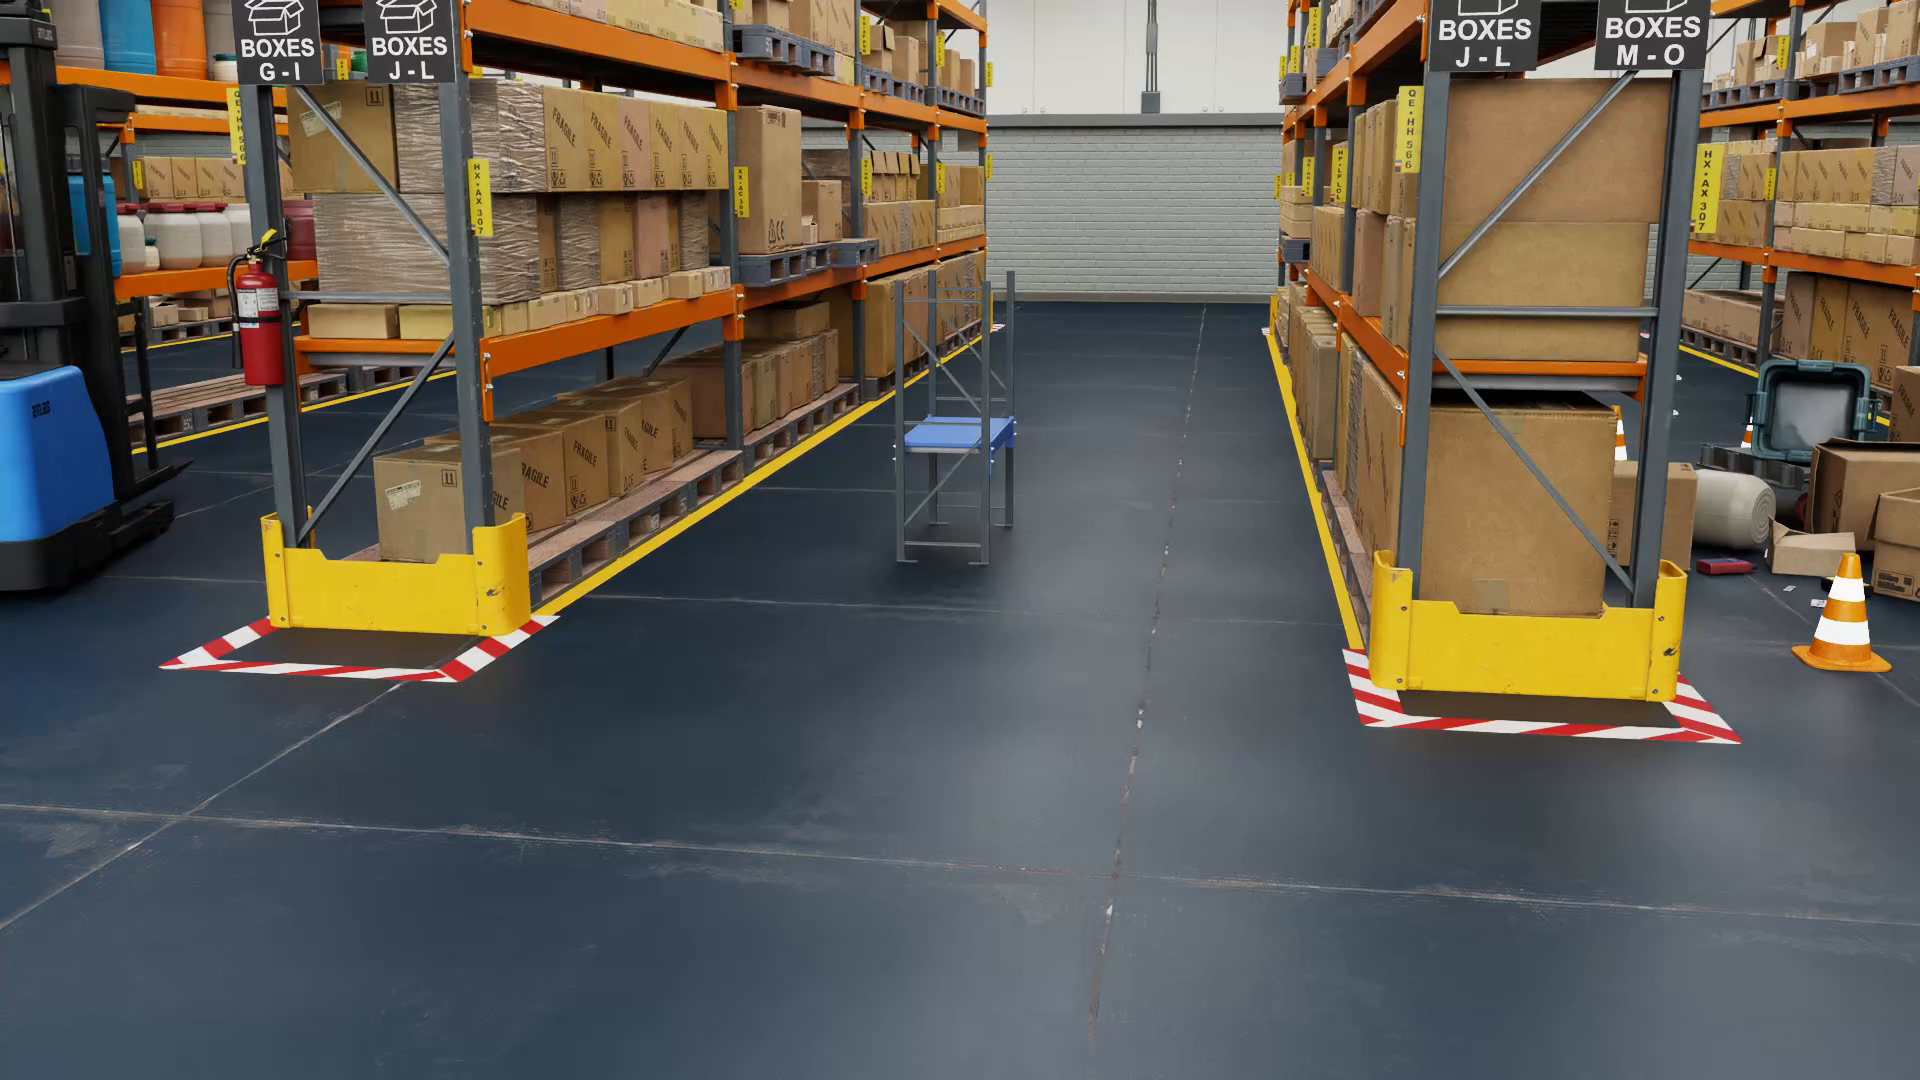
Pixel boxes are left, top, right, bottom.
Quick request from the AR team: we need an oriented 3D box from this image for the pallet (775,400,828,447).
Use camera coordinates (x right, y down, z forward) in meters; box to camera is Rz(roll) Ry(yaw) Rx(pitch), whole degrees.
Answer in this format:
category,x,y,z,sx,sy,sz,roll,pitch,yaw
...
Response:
category,x,y,z,sx,sy,sz,roll,pitch,yaw
pallet,-1.688,-0.956,13.428,1.003,0.211,1.213,2,12,9

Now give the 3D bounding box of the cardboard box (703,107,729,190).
category,x,y,z,sx,sy,sz,roll,pitch,yaw
cardboard box,-1.789,-2.483,10.577,0.500,0.500,0.500,2,12,9

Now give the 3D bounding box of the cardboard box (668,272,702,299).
category,x,y,z,sx,sy,sz,roll,pitch,yaw
cardboard box,-1.808,-1.568,10.244,0.380,0.149,0.250,2,12,9

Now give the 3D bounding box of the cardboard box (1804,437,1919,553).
category,x,y,z,sx,sy,sz,roll,pitch,yaw
cardboard box,5.090,-0.237,9.077,0.797,0.637,0.503,2,12,9

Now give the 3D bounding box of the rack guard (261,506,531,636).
category,x,y,z,sx,sy,sz,roll,pitch,yaw
rack guard,-2.595,0.136,7.673,1.175,0.500,0.348,2,12,9

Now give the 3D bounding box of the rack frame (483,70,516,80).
category,x,y,z,sx,sy,sz,roll,pitch,yaw
rack frame,-5.655,-6.661,19.040,1.000,3.000,0.127,2,12,9

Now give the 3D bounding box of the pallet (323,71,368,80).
category,x,y,z,sx,sy,sz,roll,pitch,yaw
pallet,-6.056,-4.426,16.237,1.003,0.211,1.213,2,12,9

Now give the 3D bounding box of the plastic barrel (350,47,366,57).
category,x,y,z,sx,sy,sz,roll,pitch,yaw
plastic barrel,-6.146,-5.007,17.169,0.433,0.535,0.433,0,12,0

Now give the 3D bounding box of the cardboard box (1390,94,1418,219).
category,x,y,z,sx,sy,sz,roll,pitch,yaw
cardboard box,2.368,-1.683,7.261,0.875,0.550,0.550,2,12,9

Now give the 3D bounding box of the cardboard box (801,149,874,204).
category,x,y,z,sx,sy,sz,roll,pitch,yaw
cardboard box,-1.248,-3.426,15.652,0.797,0.503,0.637,2,12,11

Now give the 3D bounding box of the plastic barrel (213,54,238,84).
category,x,y,z,sx,sy,sz,roll,pitch,yaw
plastic barrel,-6.235,-4.022,14.244,0.301,0.262,0.301,0,12,0

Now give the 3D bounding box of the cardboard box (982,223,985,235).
category,x,y,z,sx,sy,sz,roll,pitch,yaw
cardboard box,0.125,-4.193,22.424,0.380,0.149,0.250,2,12,10

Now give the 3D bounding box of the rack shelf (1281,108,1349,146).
category,x,y,z,sx,sy,sz,roll,pitch,yaw
rack shelf,4.432,-4.917,19.776,1.077,0.370,4.000,2,12,9

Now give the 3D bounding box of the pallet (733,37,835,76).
category,x,y,z,sx,sy,sz,roll,pitch,yaw
pallet,-1.635,-3.618,12.487,1.213,0.211,1.003,2,12,9

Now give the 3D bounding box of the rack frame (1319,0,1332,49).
category,x,y,z,sx,sy,sz,roll,pitch,yaw
rack frame,3.509,-5.486,13.589,1.000,3.000,0.127,2,12,9

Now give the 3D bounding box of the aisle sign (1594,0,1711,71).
category,x,y,z,sx,sy,sz,roll,pitch,yaw
aisle sign,2.564,-2.134,6.106,0.394,0.787,0.004,2,12,9

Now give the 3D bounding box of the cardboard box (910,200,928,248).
category,x,y,z,sx,sy,sz,roll,pitch,yaw
cardboard box,-0.646,-3.408,17.947,0.500,0.500,0.500,2,12,10

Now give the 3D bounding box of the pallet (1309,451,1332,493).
category,x,y,z,sx,sy,sz,roll,pitch,yaw
pallet,2.938,-0.520,11.407,1.003,0.211,1.213,2,12,9

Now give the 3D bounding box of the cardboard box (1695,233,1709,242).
category,x,y,z,sx,sy,sz,roll,pitch,yaw
cardboard box,9.142,-3.826,19.889,0.500,0.500,0.500,2,12,8

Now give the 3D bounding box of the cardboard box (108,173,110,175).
category,x,y,z,sx,sy,sz,roll,pitch,yaw
cardboard box,-10.727,-4.541,20.832,0.500,0.500,0.500,2,12,9

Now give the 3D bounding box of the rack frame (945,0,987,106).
category,x,y,z,sx,sy,sz,roll,pitch,yaw
rack frame,-0.146,-7.333,22.159,1.000,3.000,0.127,2,12,9

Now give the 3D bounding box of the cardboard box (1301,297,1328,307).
category,x,y,z,sx,sy,sz,roll,pitch,yaw
cardboard box,3.355,-2.054,15.061,0.500,0.250,0.500,2,12,7

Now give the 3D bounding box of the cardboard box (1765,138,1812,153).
category,x,y,z,sx,sy,sz,roll,pitch,yaw
cardboard box,8.764,-4.176,17.599,0.380,0.149,0.250,2,12,7

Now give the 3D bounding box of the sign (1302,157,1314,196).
category,x,y,z,sx,sy,sz,roll,pitch,yaw
sign,2.972,-3.096,14.180,0.100,0.325,0.005,2,12,9

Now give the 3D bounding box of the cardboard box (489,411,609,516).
category,x,y,z,sx,sy,sz,roll,pitch,yaw
cardboard box,-2.321,-0.438,9.341,0.500,0.500,0.500,3,13,14

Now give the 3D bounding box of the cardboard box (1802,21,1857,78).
category,x,y,z,sx,sy,sz,roll,pitch,yaw
cardboard box,8.609,-4.793,16.259,0.500,0.500,0.500,2,12,8

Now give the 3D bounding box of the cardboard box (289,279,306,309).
category,x,y,z,sx,sy,sz,roll,pitch,yaw
cardboard box,-9.774,-3.594,23.939,0.500,0.500,0.500,2,12,9

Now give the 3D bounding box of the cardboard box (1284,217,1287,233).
category,x,y,z,sx,sy,sz,roll,pitch,yaw
cardboard box,3.372,-3.077,16.250,0.380,0.149,0.250,1,12,6

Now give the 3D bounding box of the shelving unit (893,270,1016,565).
category,x,y,z,sx,sy,sz,roll,pitch,yaw
shelving unit,-0.013,-0.715,9.253,0.538,1.500,1.048,2,12,9

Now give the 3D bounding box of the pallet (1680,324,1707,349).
category,x,y,z,sx,sy,sz,roll,pitch,yaw
pallet,9.601,-2.547,20.811,1.003,0.211,1.213,2,12,9

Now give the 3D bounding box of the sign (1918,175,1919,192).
category,x,y,z,sx,sy,sz,roll,pitch,yaw
sign,7.867,-2.997,13.532,0.100,0.325,0.005,2,12,9

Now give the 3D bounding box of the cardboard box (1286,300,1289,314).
category,x,y,z,sx,sy,sz,roll,pitch,yaw
cardboard box,3.953,-2.677,19.155,0.380,0.149,0.250,2,12,8

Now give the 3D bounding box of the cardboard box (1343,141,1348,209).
category,x,y,z,sx,sy,sz,roll,pitch,yaw
cardboard box,3.199,-2.679,12.194,0.700,0.500,0.500,2,12,8

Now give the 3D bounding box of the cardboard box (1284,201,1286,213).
category,x,y,z,sx,sy,sz,roll,pitch,yaw
cardboard box,3.453,-3.329,16.712,0.380,0.149,0.250,2,12,11

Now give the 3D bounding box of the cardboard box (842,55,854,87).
category,x,y,z,sx,sy,sz,roll,pitch,yaw
cardboard box,-1.207,-4.021,14.268,0.500,0.250,0.500,2,12,9

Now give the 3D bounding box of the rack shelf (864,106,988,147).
category,x,y,z,sx,sy,sz,roll,pitch,yaw
rack shelf,-0.453,-5.099,20.619,1.077,0.370,4.000,2,12,9

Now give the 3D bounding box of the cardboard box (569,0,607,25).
category,x,y,z,sx,sy,sz,roll,pitch,yaw
cardboard box,-2.124,-2.765,8.440,0.500,0.250,0.500,2,12,8

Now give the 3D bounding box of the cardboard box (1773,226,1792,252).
category,x,y,z,sx,sy,sz,roll,pitch,yaw
cardboard box,8.703,-3.090,17.068,0.500,0.250,0.500,2,12,7

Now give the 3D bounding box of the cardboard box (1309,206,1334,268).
category,x,y,z,sx,sy,sz,roll,pitch,yaw
cardboard box,3.173,-2.517,13.817,0.500,0.500,0.500,2,12,9

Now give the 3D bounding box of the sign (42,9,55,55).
category,x,y,z,sx,sy,sz,roll,pitch,yaw
sign,-6.344,-3.513,11.535,0.100,0.325,0.005,2,12,9

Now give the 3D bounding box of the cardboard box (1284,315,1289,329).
category,x,y,z,sx,sy,sz,roll,pitch,yaw
cardboard box,3.888,-2.476,18.924,0.380,0.149,0.250,1,12,6

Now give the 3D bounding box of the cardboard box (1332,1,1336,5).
category,x,y,z,sx,sy,sz,roll,pitch,yaw
cardboard box,3.315,-4.535,14.243,0.396,0.266,0.258,2,12,9

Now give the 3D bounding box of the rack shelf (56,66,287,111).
category,x,y,z,sx,sy,sz,roll,pitch,yaw
rack shelf,-6.578,-3.594,13.637,1.077,0.370,4.000,2,12,9

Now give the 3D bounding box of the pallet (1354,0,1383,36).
category,x,y,z,sx,sy,sz,roll,pitch,yaw
pallet,2.758,-2.974,9.262,1.003,0.211,1.213,2,12,9

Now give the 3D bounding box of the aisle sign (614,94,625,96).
category,x,y,z,sx,sy,sz,roll,pitch,yaw
aisle sign,-4.739,-5.837,23.288,0.394,0.787,0.004,2,12,9

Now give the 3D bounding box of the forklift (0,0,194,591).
category,x,y,z,sx,sy,sz,roll,pitch,yaw
forklift,-5.150,-1.423,9.137,1.130,2.935,3.031,-2,12,-8

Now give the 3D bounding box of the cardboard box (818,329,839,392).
category,x,y,z,sx,sy,sz,roll,pitch,yaw
cardboard box,-1.459,-1.588,14.631,0.700,0.500,0.500,1,12,6

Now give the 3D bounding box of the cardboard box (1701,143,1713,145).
category,x,y,z,sx,sy,sz,roll,pitch,yaw
cardboard box,9.172,-4.706,20.061,0.380,0.149,0.250,1,12,7

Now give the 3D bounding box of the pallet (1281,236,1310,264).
category,x,y,z,sx,sy,sz,roll,pitch,yaw
pallet,3.514,-2.611,14.945,1.213,0.211,1.003,2,12,9

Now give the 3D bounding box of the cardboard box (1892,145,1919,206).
category,x,y,z,sx,sy,sz,roll,pitch,yaw
cardboard box,8.237,-3.068,13.997,0.500,0.500,0.500,2,12,7

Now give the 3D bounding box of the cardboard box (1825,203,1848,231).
category,x,y,z,sx,sy,sz,roll,pitch,yaw
cardboard box,8.453,-3.016,15.538,0.500,0.250,0.500,2,12,7

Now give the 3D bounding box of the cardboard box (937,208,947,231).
category,x,y,z,sx,sy,sz,roll,pitch,yaw
cardboard box,-0.430,-3.729,19.327,0.500,0.250,0.500,2,12,8

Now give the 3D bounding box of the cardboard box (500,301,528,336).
category,x,y,z,sx,sy,sz,roll,pitch,yaw
cardboard box,-2.270,-1.050,7.841,0.380,0.149,0.250,2,12,9

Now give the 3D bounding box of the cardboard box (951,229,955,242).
category,x,y,z,sx,sy,sz,roll,pitch,yaw
cardboard box,-0.268,-3.660,19.952,0.380,0.149,0.250,2,12,7

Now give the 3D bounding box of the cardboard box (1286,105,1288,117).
category,x,y,z,sx,sy,sz,roll,pitch,yaw
cardboard box,4.333,-5.417,20.745,0.500,0.250,0.500,2,12,10

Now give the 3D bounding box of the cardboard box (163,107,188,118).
category,x,y,z,sx,sy,sz,roll,pitch,yaw
cardboard box,-10.149,-5.480,21.035,0.500,0.250,0.500,2,12,9
